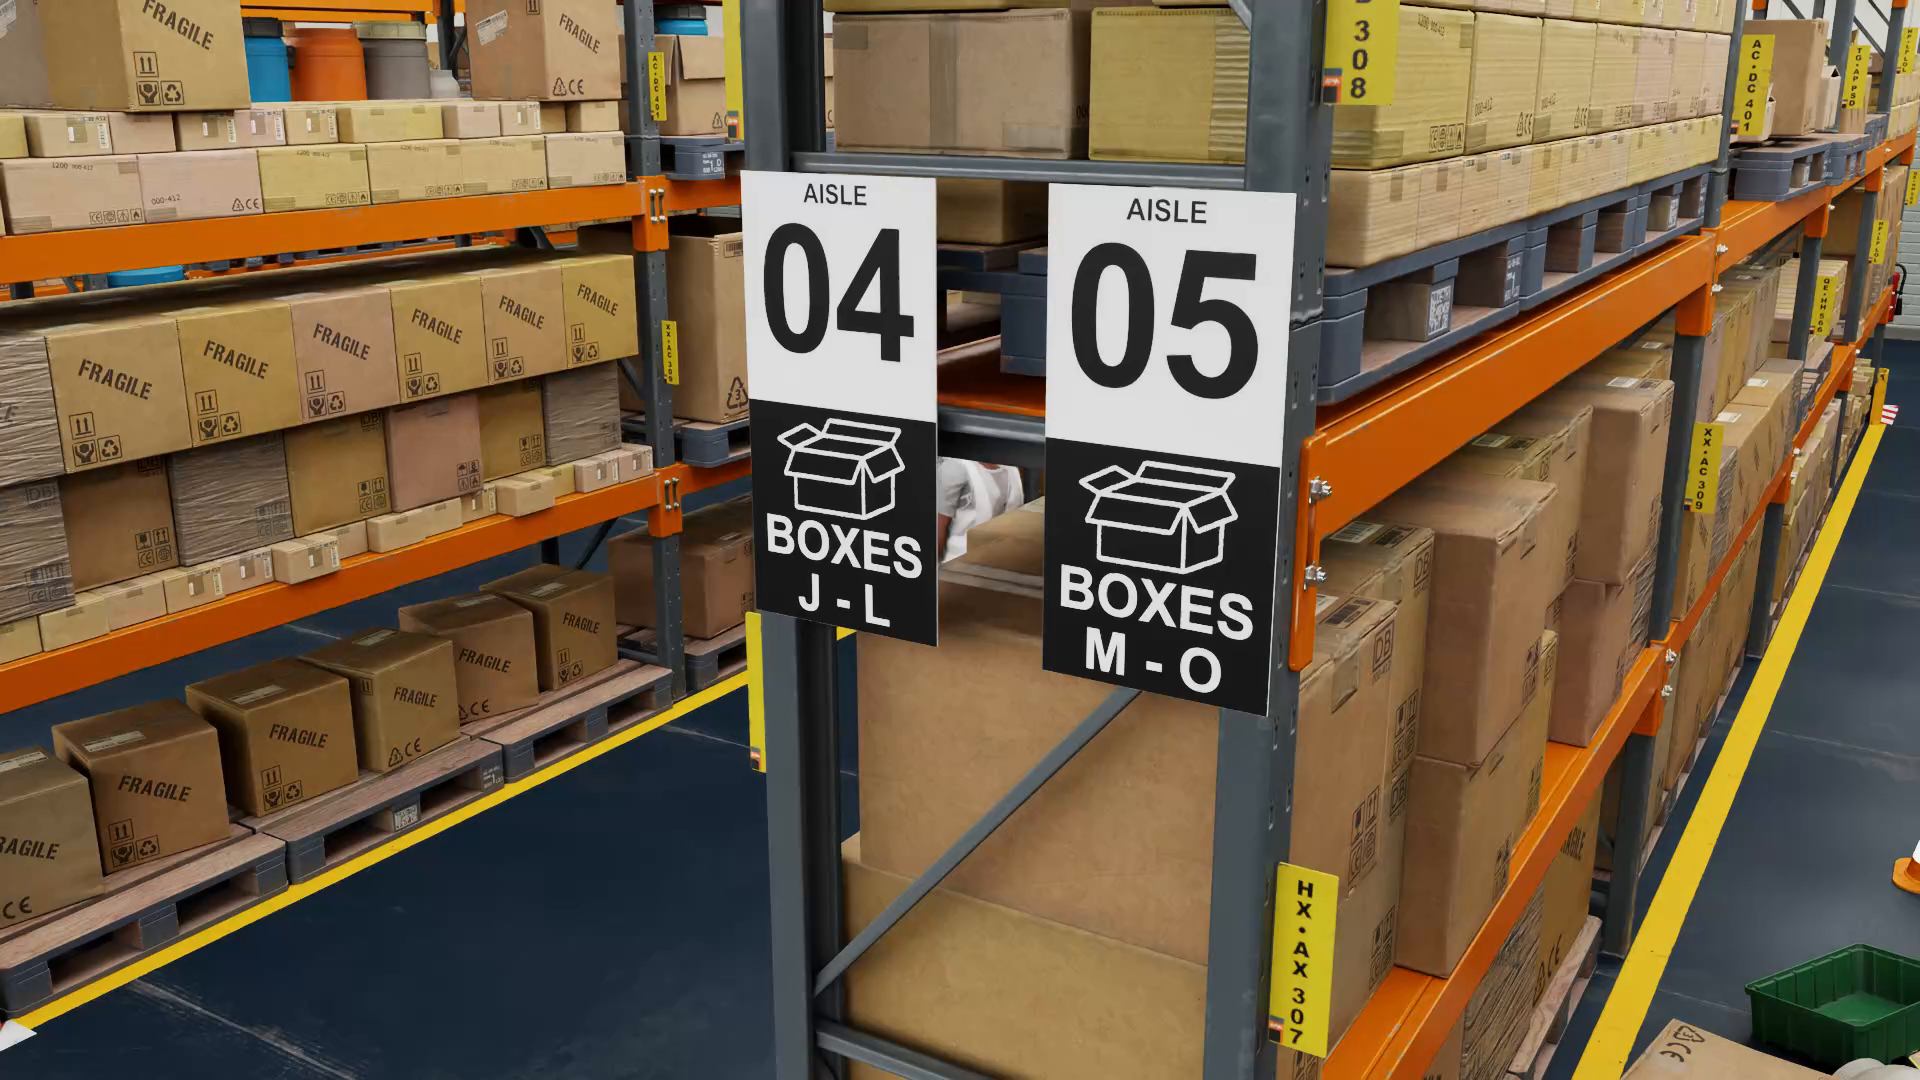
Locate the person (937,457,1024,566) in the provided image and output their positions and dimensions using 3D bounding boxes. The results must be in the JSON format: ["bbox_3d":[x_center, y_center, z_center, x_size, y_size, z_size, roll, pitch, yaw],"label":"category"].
[{"bbox_3d":[0.192,0.159,8.364,0.797,1.760,0.599,12,20,35],"label":"person"}]
